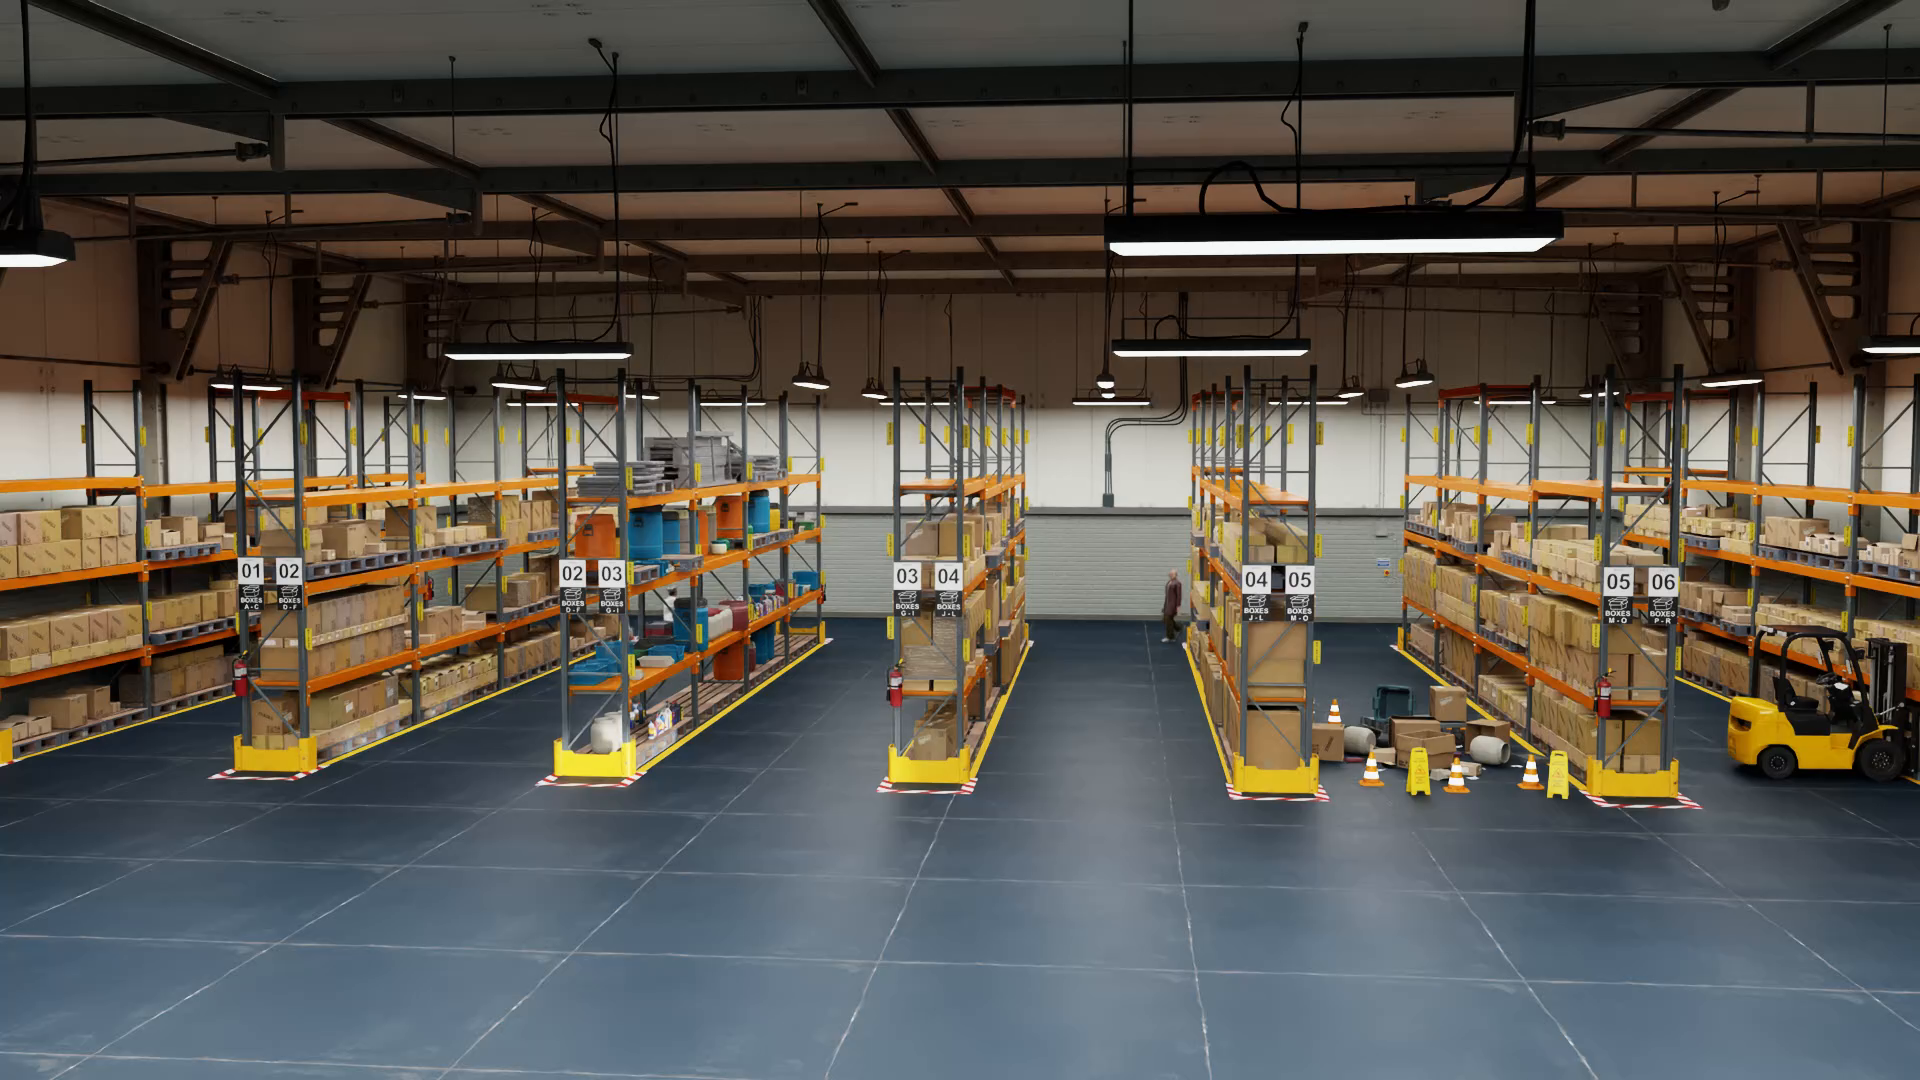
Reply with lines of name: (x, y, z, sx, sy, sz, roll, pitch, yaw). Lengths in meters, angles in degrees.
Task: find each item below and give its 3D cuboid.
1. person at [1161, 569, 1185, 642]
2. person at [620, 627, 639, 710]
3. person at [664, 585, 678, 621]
person: (5.188, 1.592, 40.419, 0.705, 1.764, 0.585, -1, 4, -17)
person: (-5.973, 2.346, 29.923, 0.467, 1.576, 1.110, 1, 4, 16)
person: (-6.445, 1.859, 37.153, 0.514, 1.676, 0.453, 3, 4, 38)
